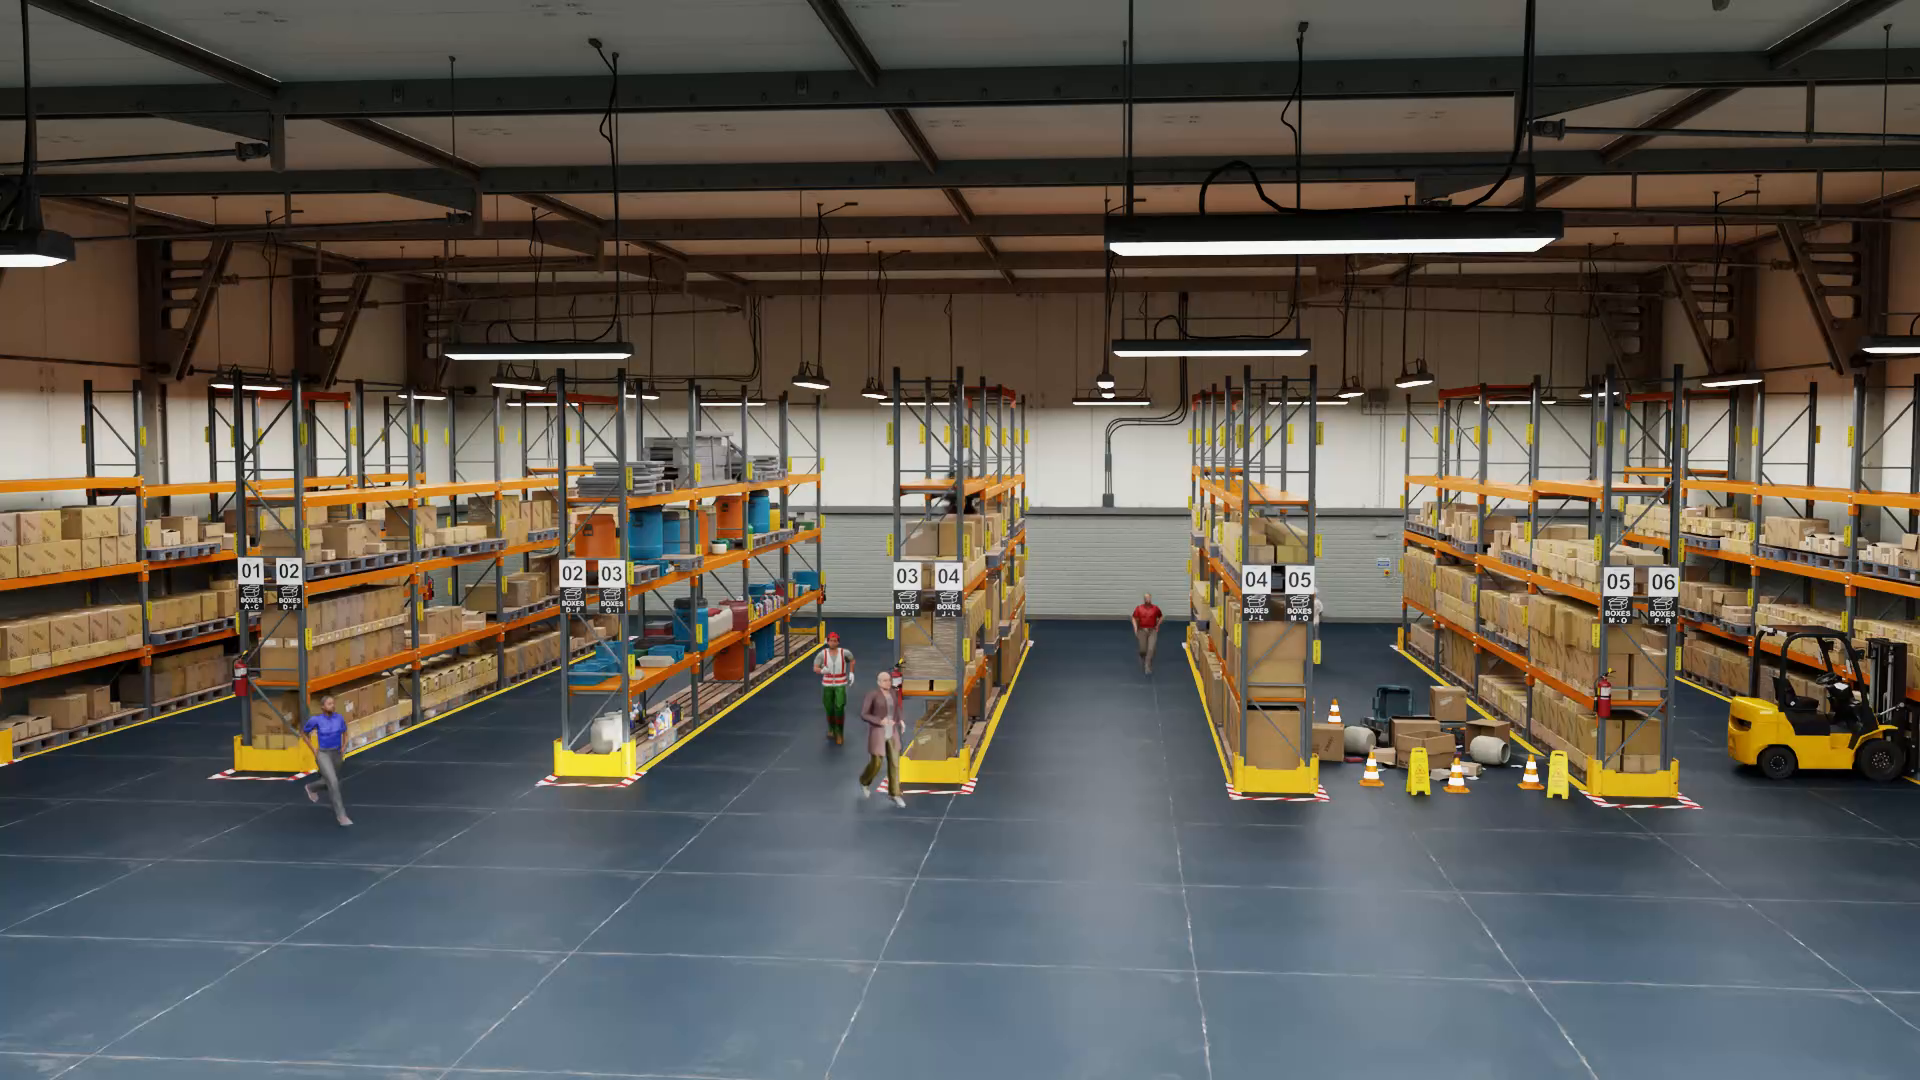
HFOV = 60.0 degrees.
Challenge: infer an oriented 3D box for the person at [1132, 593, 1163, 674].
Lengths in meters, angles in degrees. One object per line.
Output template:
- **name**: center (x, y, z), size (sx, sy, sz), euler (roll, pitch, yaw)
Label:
- **person**: center (3.992, 1.978, 35.372), size (0.669, 1.691, 0.643), euler (0, 4, 3)

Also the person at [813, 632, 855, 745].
- **person**: center (-2.066, 2.423, 27.167), size (0.665, 1.850, 0.776), euler (0, 4, 0)

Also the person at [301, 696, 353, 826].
- **person**: center (-8.260, 2.862, 21.721), size (1.069, 1.659, 0.547), euler (2, 4, 33)

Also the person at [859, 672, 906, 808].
- **person**: center (-1.056, 2.697, 22.714), size (0.734, 1.807, 0.947), euler (-2, 4, -35)

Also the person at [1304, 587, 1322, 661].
- **person**: center (7.773, 1.863, 36.928), size (0.544, 1.680, 0.651), euler (0, 4, -7)
